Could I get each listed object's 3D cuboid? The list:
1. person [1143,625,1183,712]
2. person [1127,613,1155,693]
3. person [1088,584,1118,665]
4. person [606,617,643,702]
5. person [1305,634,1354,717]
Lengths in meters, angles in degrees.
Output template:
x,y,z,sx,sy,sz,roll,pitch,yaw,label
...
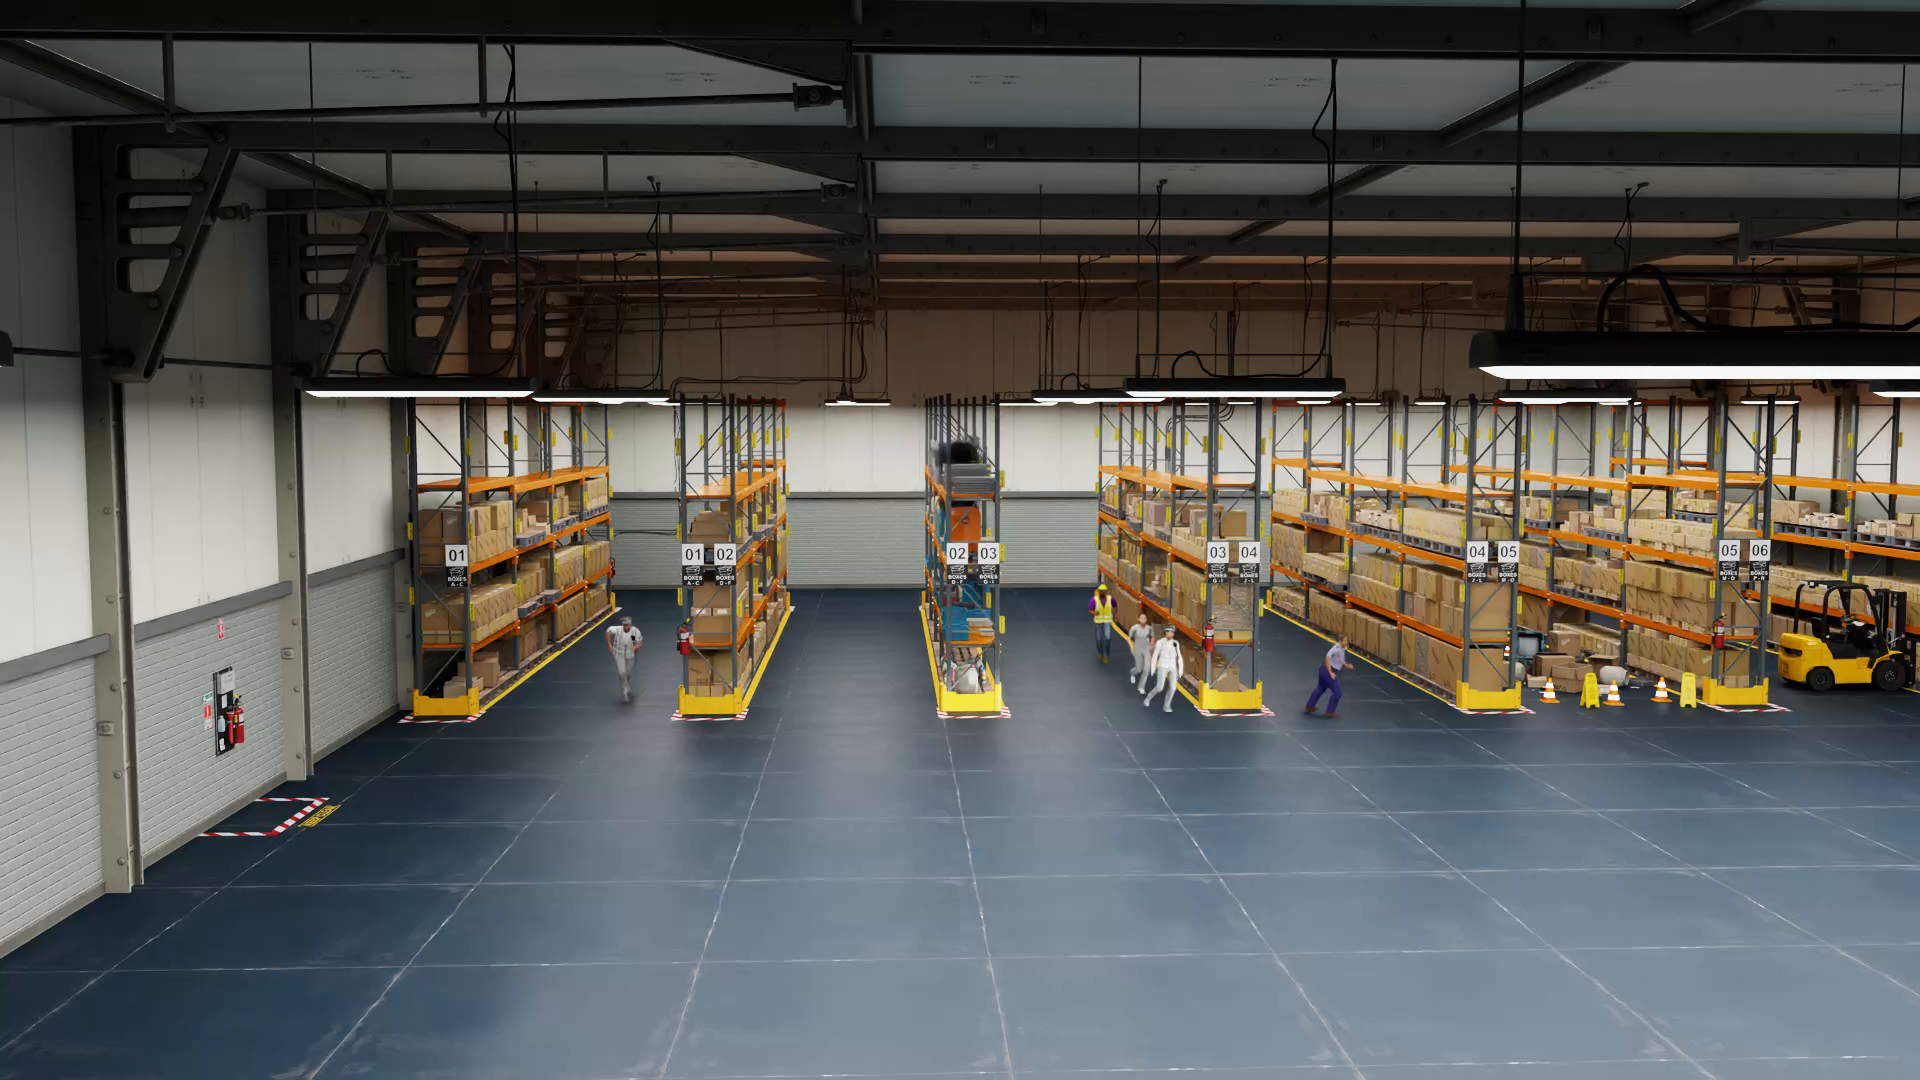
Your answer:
x,y,z,sx,sy,sz,roll,pitch,yaw,label
3.830,2.405,31.362,0.648,1.645,0.567,-1,5,-16,person
3.671,2.265,33.710,0.574,1.626,0.611,-1,5,-13,person
3.215,1.894,37.394,0.677,1.812,0.826,0,5,3,person
-6.630,2.333,32.846,0.714,1.729,1.006,-1,5,-15,person
6.907,2.507,31.020,0.854,1.571,0.673,1,5,13,person
